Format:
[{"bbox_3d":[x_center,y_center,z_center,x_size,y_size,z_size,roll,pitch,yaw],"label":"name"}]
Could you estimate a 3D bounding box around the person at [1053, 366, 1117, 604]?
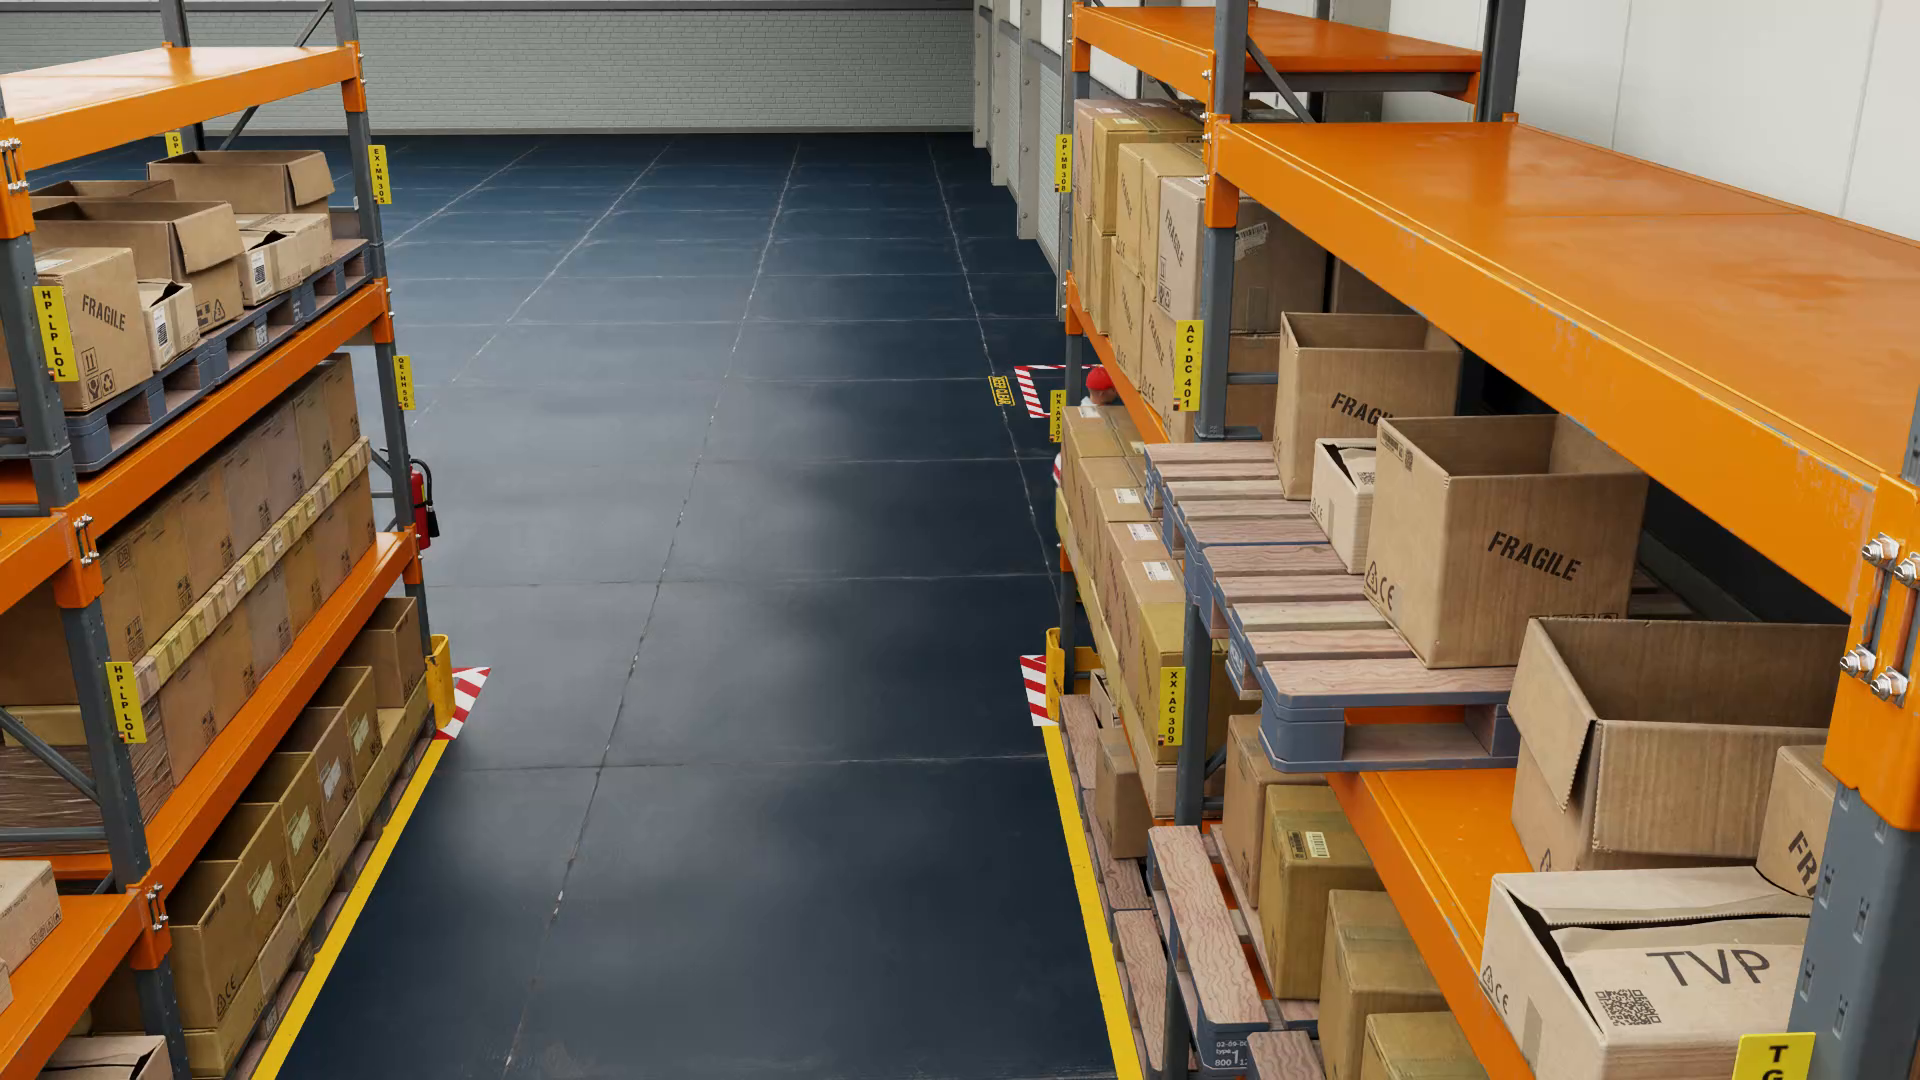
[{"bbox_3d":[0.979,-0.411,12.197,0.583,1.760,0.491,-1,20,-4],"label":"person"}]
